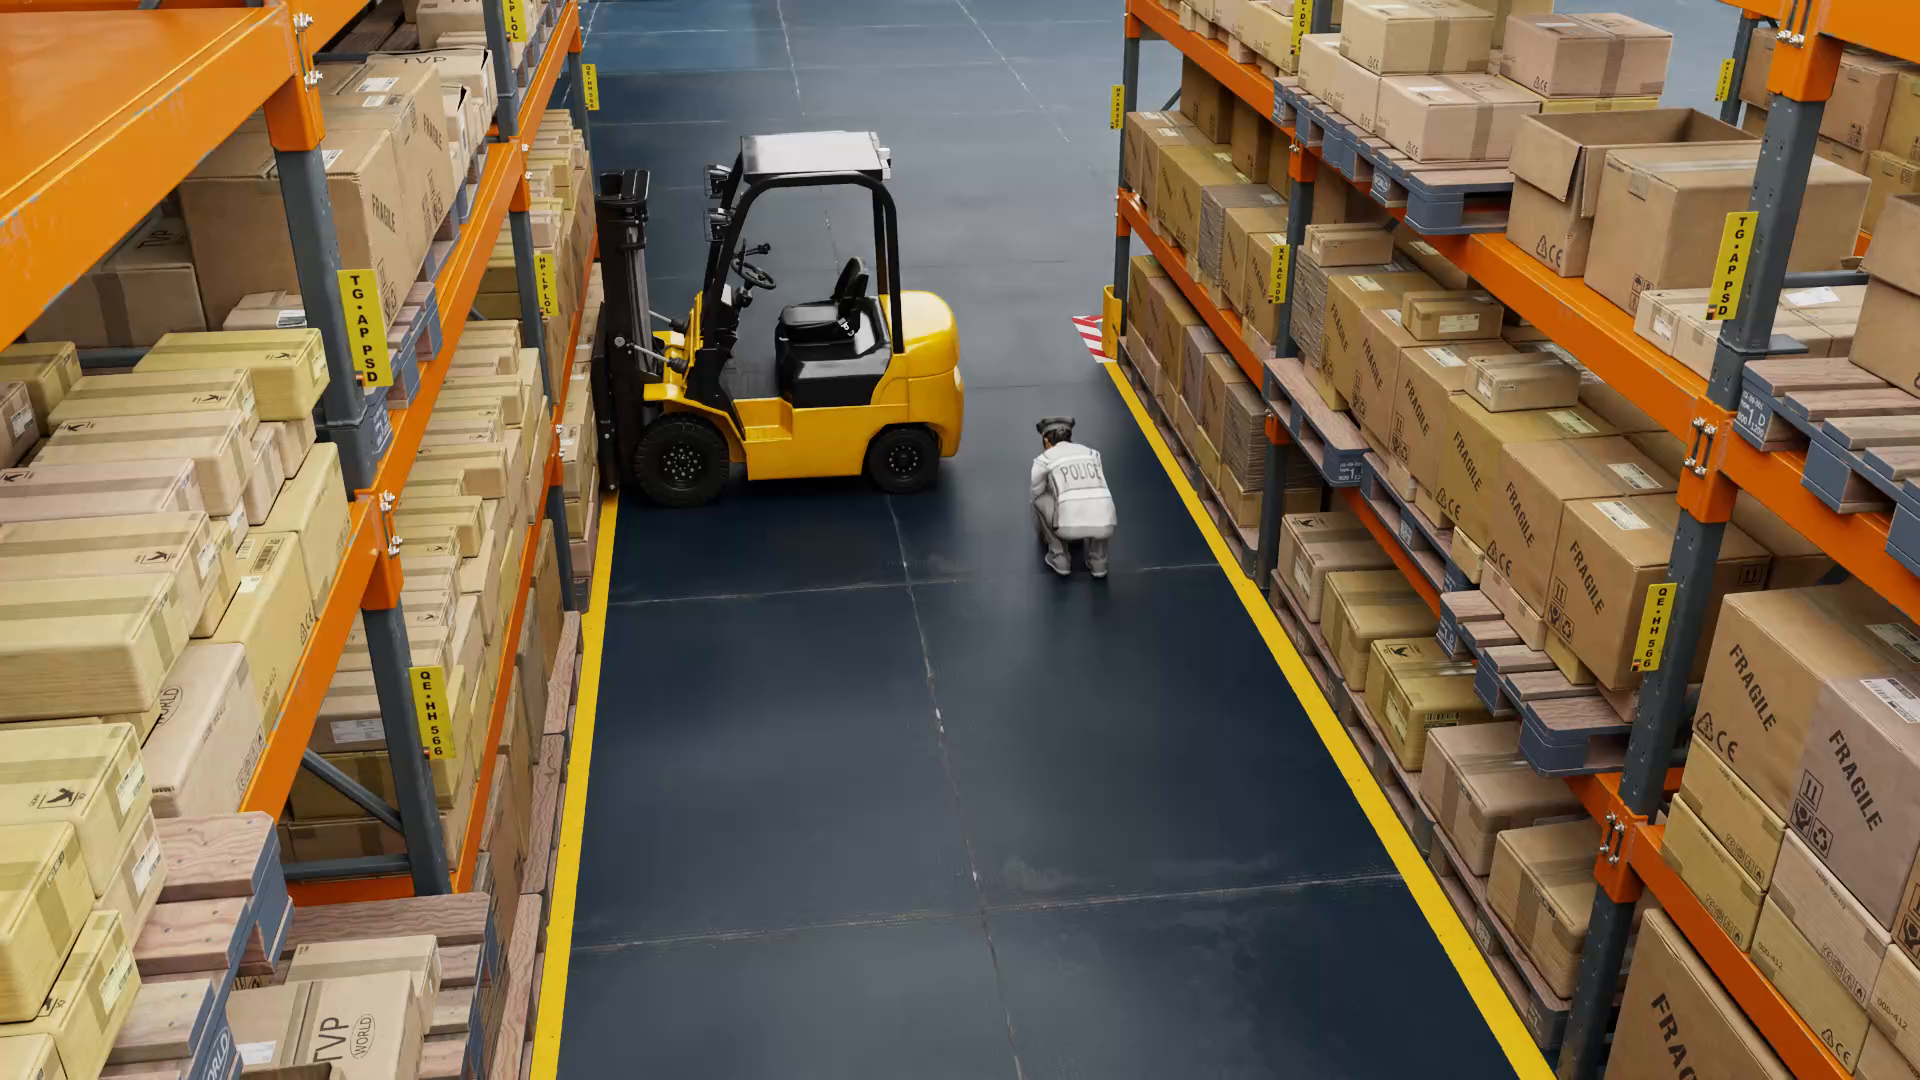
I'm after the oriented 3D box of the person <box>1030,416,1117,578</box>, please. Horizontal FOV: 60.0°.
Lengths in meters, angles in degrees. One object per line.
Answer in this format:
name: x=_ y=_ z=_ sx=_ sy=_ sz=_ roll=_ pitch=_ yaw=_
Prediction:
person: x=0.678 y=-0.258 z=10.024 sx=0.479 sy=0.849 sz=0.859 roll=-4 pitch=28 yaw=-7
